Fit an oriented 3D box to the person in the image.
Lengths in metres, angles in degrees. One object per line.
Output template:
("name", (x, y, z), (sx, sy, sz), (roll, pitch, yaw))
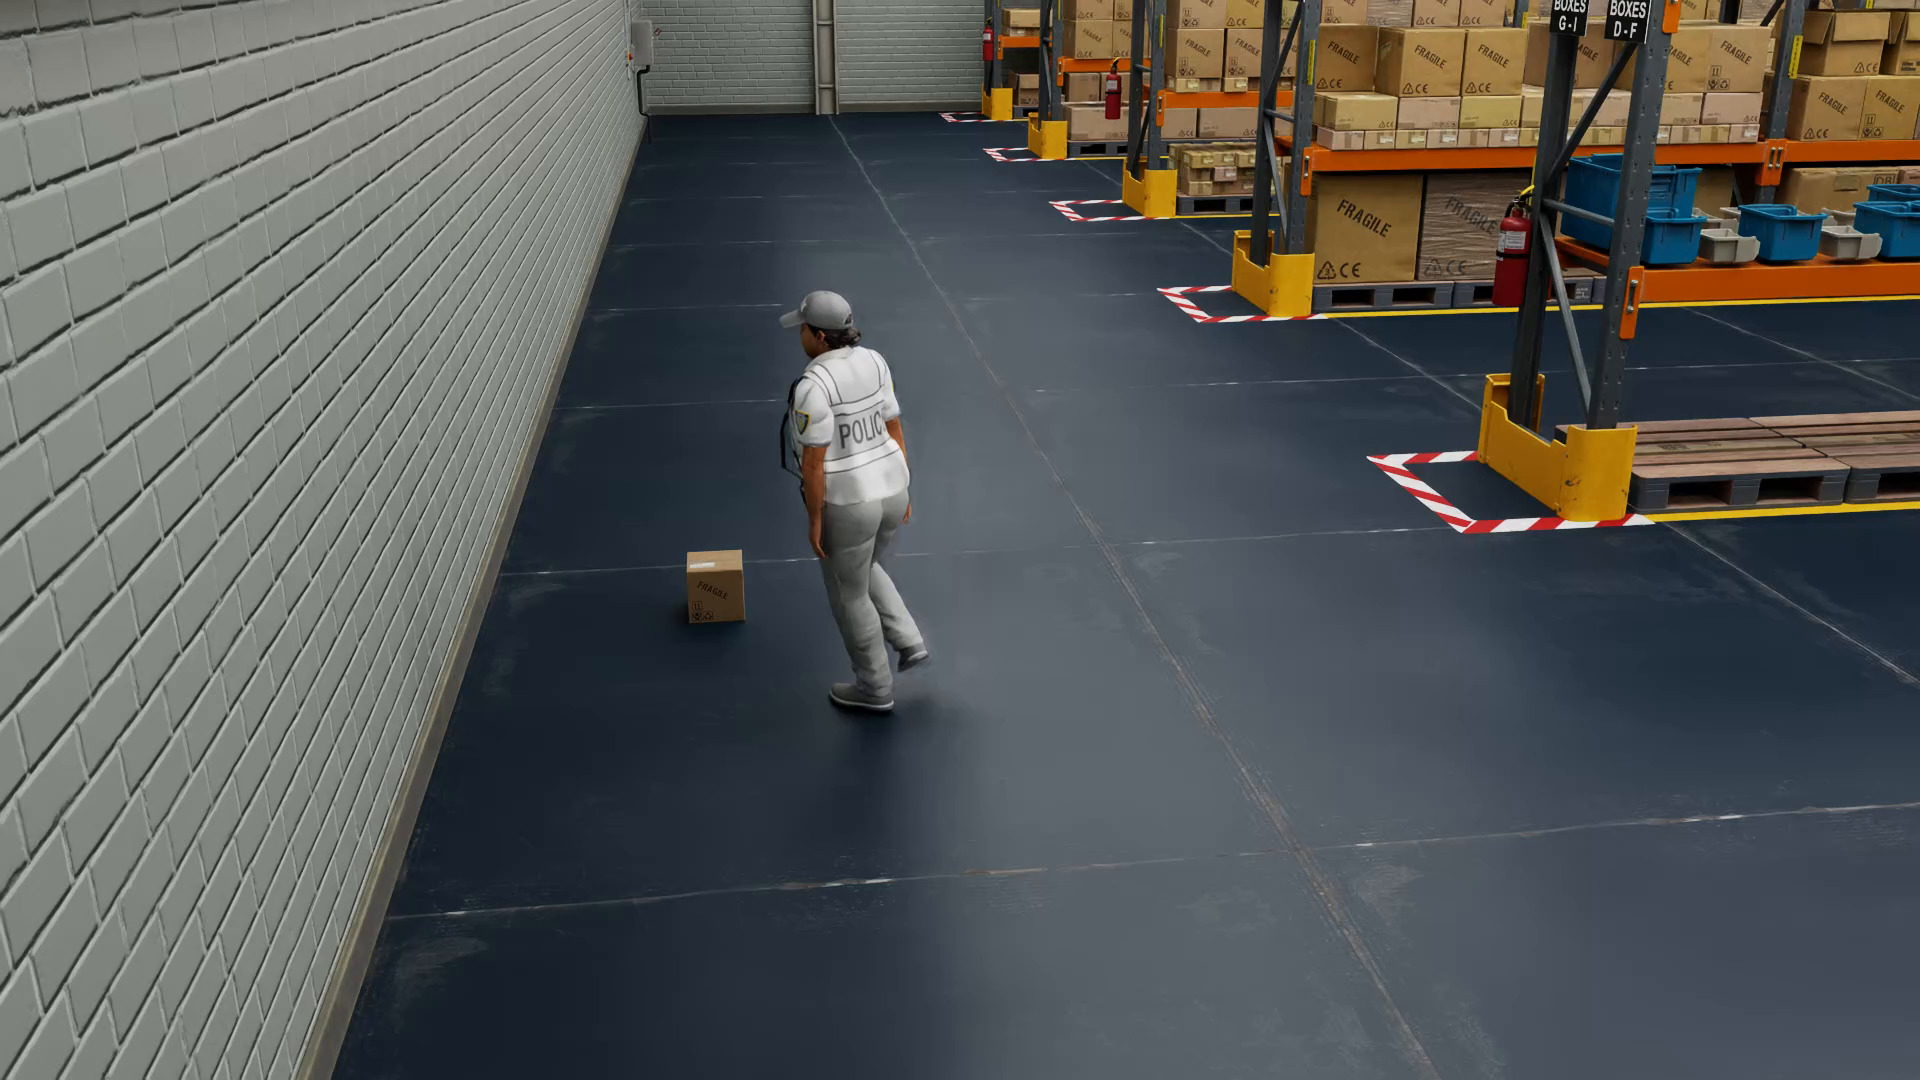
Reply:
("person", (-0.408, -0.141, 6.437), (0.521, 1.656, 0.540), (14, 24, 34))
